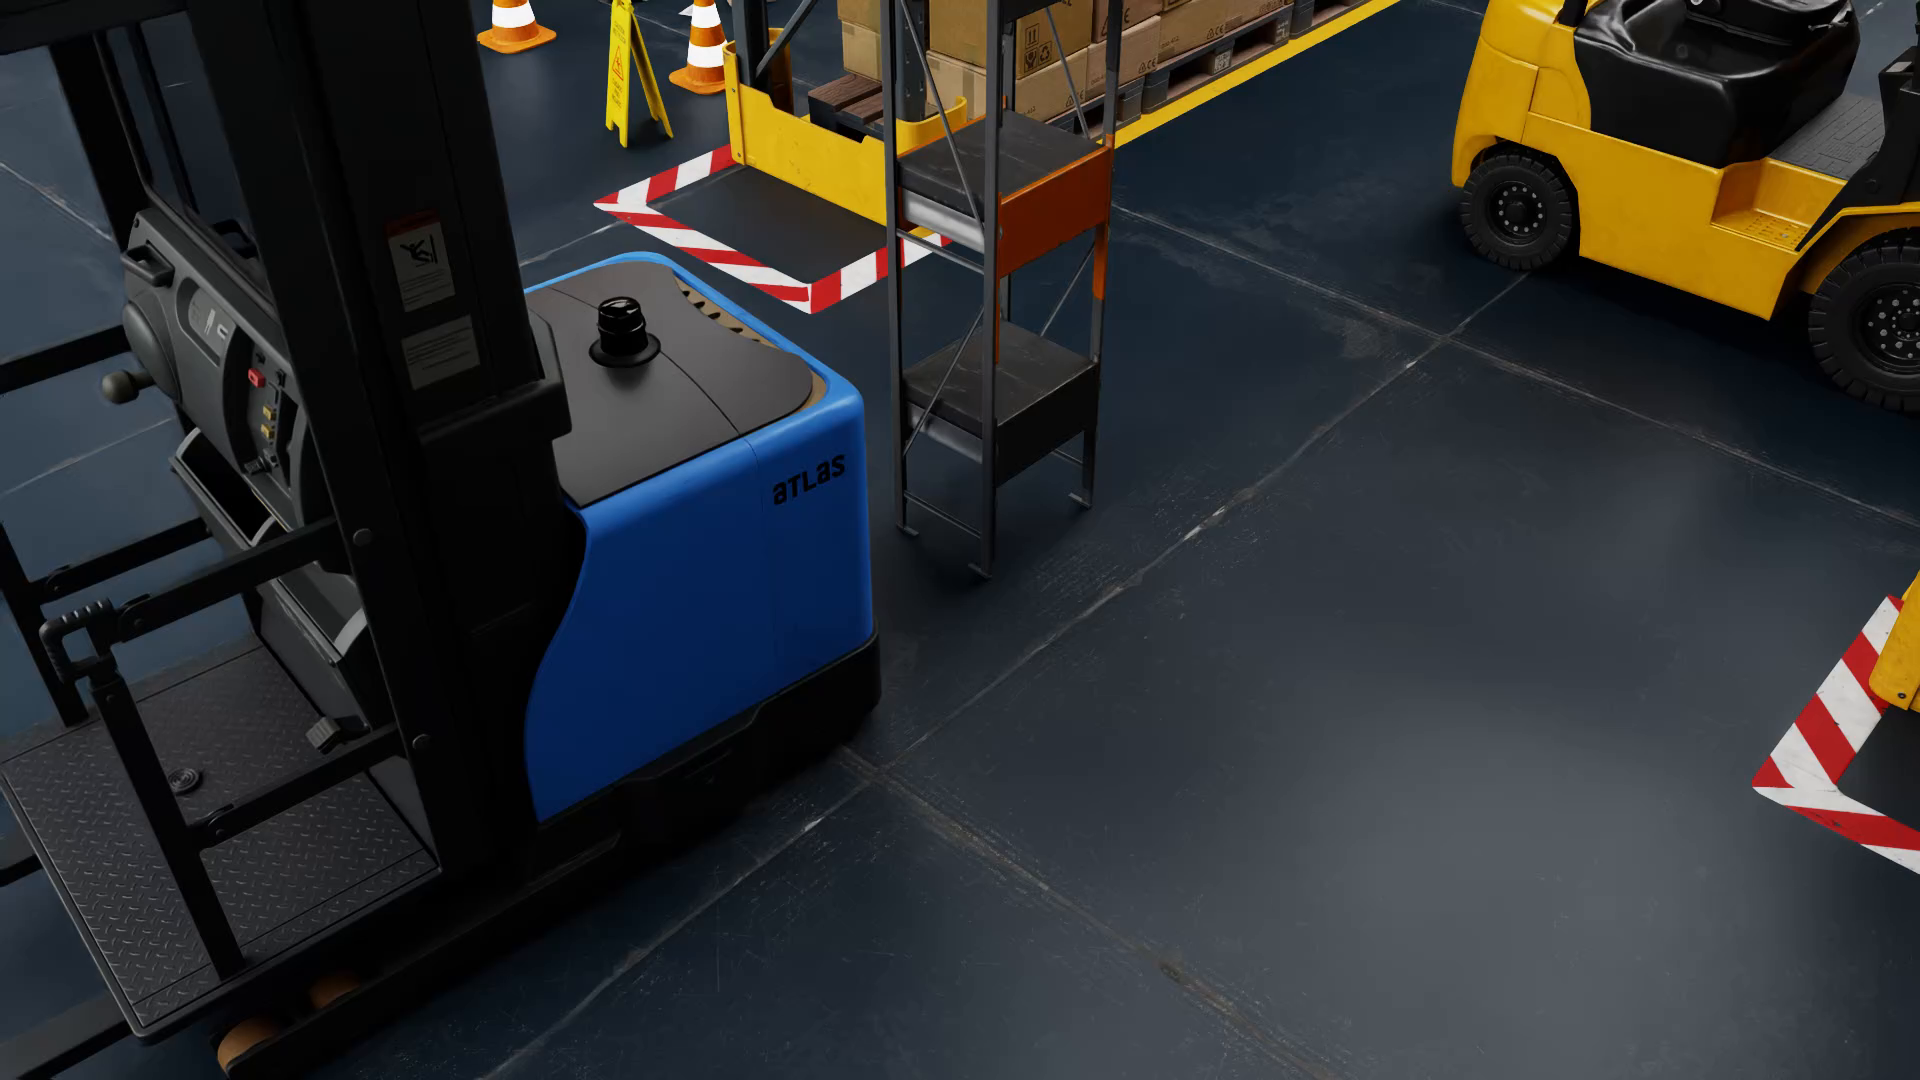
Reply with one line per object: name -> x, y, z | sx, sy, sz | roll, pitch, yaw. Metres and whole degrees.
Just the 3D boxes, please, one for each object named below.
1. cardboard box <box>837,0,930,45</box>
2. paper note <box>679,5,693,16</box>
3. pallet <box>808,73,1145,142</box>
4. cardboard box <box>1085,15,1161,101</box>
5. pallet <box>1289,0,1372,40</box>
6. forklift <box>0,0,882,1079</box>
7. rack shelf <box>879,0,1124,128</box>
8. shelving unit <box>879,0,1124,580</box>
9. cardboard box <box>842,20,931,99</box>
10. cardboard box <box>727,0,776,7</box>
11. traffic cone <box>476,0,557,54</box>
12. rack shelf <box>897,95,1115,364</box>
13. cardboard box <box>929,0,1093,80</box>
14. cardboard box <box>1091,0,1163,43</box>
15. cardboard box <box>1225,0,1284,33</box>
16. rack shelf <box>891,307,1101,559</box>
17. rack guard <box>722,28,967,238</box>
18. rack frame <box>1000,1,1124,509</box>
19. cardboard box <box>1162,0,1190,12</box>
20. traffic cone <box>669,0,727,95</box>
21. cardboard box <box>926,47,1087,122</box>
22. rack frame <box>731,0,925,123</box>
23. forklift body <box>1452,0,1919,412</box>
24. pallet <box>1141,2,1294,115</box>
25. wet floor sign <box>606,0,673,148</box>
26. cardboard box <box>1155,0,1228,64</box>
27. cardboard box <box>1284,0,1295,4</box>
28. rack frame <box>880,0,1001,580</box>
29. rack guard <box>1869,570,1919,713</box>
cardboard box -> -0.197, -2.536, 7.299 | 0.500, 0.500, 0.500 | 30, 47, 32
paper note -> -1.377, -2.785, 8.728 | 0.148, 0.019, 0.142 | 14, 41, 17
pallet -> 0.080, -1.979, 7.569 | 1.003, 0.211, 1.213 | 30, 47, 32
cardboard box -> 0.553, -2.251, 7.543 | 0.500, 0.250, 0.500 | 31, 48, 33
pallet -> 1.726, -3.100, 8.979 | 1.003, 0.211, 1.213 | 30, 47, 32
forklift -> -1.666, -0.296, 3.267 | 3.031, 2.935, 1.130 | -28, 46, -31
rack shelf -> 0.112, -1.435, 4.265 | 0.431, 0.518, 0.480 | 30, 47, 32
shelving unit -> 0.112, -0.898, 4.692 | 0.431, 2.100, 0.503 | 30, 47, 32
cardboard box -> -0.183, -2.261, 7.555 | 0.500, 0.250, 0.500 | 29, 47, 32
cardboard box -> -1.153, -3.011, 8.917 | 0.250, 0.149, 0.380 | -11, 40, -14
traffic cone -> -2.256, -2.733, 8.316 | 0.336, 0.463, 0.334 | 30, 47, 32
rack shelf -> 0.112, -0.887, 4.701 | 0.431, 0.518, 0.480 | 30, 47, 32
cardboard box -> 0.218, -2.324, 7.032 | 0.500, 0.500, 0.500 | 28, 46, 31
cardboard box -> 0.568, -2.566, 7.337 | 0.500, 0.500, 0.500 | 28, 46, 30
cardboard box -> 1.254, -2.738, 8.155 | 0.500, 0.250, 0.500 | 30, 48, 32
rack shelf -> 0.112, -0.339, 5.136 | 0.431, 0.518, 0.480 | 30, 47, 32
rack guard -> -0.494, -1.734, 7.029 | 1.175, 0.500, 0.348 | 30, 47, 32
rack frame -> 0.276, -1.010, 4.833 | 0.400, 2.100, 0.015 | 30, 47, 32
cardboard box -> 0.912, -2.793, 7.622 | 0.500, 0.500, 0.500 | 31, 48, 33
traffic cone -> -1.208, -2.423, 7.926 | 0.336, 0.463, 0.334 | 30, 47, 32
cardboard box -> 0.203, -2.020, 7.252 | 0.500, 0.250, 0.500 | 29, 47, 32
rack frame -> -0.545, -2.677, 6.207 | 1.000, 3.000, 0.127 | 30, 47, 32
forklift body -> 3.054, -1.900, 5.911 | 2.313, 2.155, 1.214 | 30, 47, 32
pallet -> 0.903, -2.537, 8.271 | 1.003, 0.211, 1.213 | 30, 47, 32
wet floor sign -> -1.463, -2.118, 7.395 | 0.232, 0.644, 0.267 | -18, 42, -21
cardboard box -> 0.912, -2.507, 7.865 | 0.500, 0.250, 0.500 | -31, 48, -33
cardboard box -> 1.601, -2.970, 8.446 | 0.500, 0.250, 0.500 | 28, 46, 31
rack frame -> -0.053, -0.786, 4.551 | 0.400, 2.100, 0.015 | 30, 47, 32
rack guard -> 3.105, 0.395, 4.352 | 1.175, 0.500, 0.348 | 30, 47, 32
